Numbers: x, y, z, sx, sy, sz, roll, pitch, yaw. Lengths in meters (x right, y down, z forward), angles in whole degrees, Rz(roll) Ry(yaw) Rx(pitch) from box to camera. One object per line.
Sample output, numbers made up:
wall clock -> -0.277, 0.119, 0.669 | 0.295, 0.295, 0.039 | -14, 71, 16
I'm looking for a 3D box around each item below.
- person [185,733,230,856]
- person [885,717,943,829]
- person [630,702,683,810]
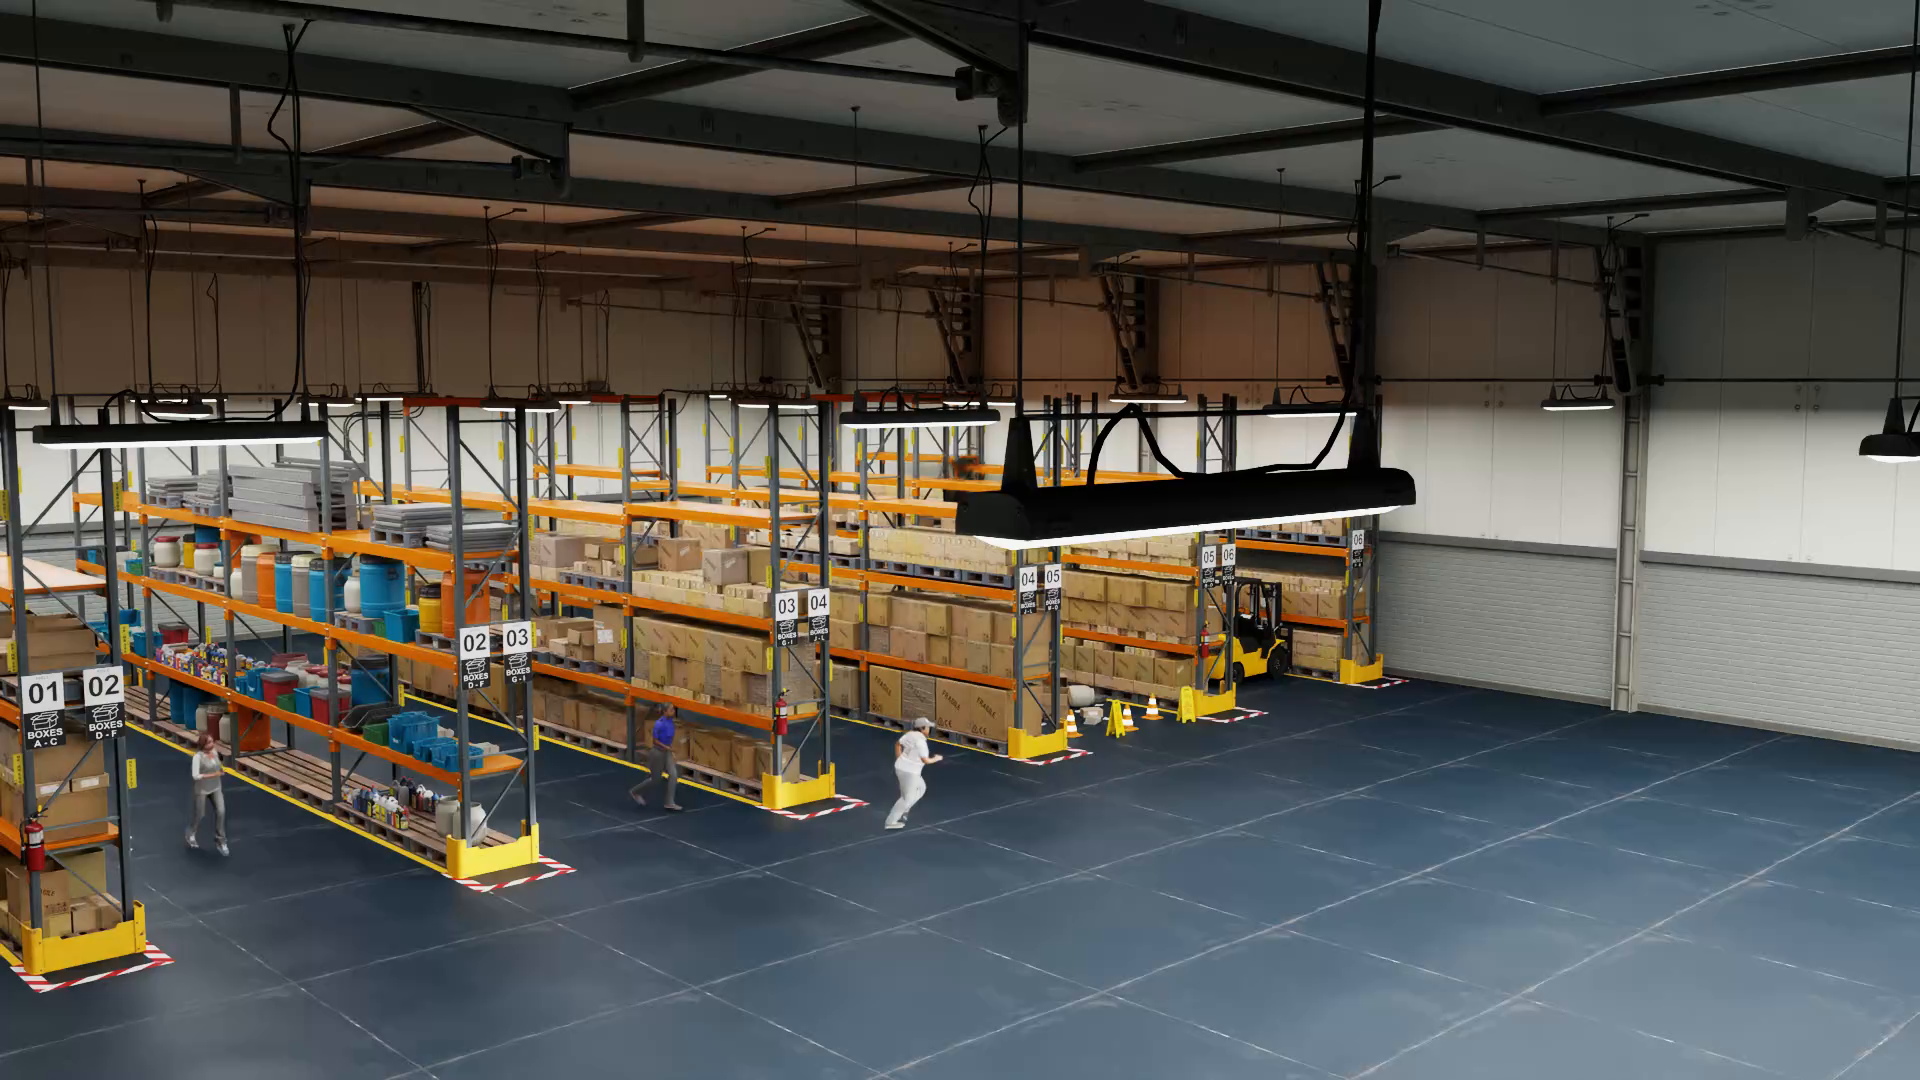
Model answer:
person -> -10.070, 3.373, 22.179 | 0.824, 1.626, 0.494 | 4, 7, 33
person -> -0.666, 3.277, 23.533 | 0.859, 1.560, 0.615 | -2, 6, -17
person -> -4.474, 3.170, 24.490 | 0.829, 1.618, 0.566 | 2, 6, 19
